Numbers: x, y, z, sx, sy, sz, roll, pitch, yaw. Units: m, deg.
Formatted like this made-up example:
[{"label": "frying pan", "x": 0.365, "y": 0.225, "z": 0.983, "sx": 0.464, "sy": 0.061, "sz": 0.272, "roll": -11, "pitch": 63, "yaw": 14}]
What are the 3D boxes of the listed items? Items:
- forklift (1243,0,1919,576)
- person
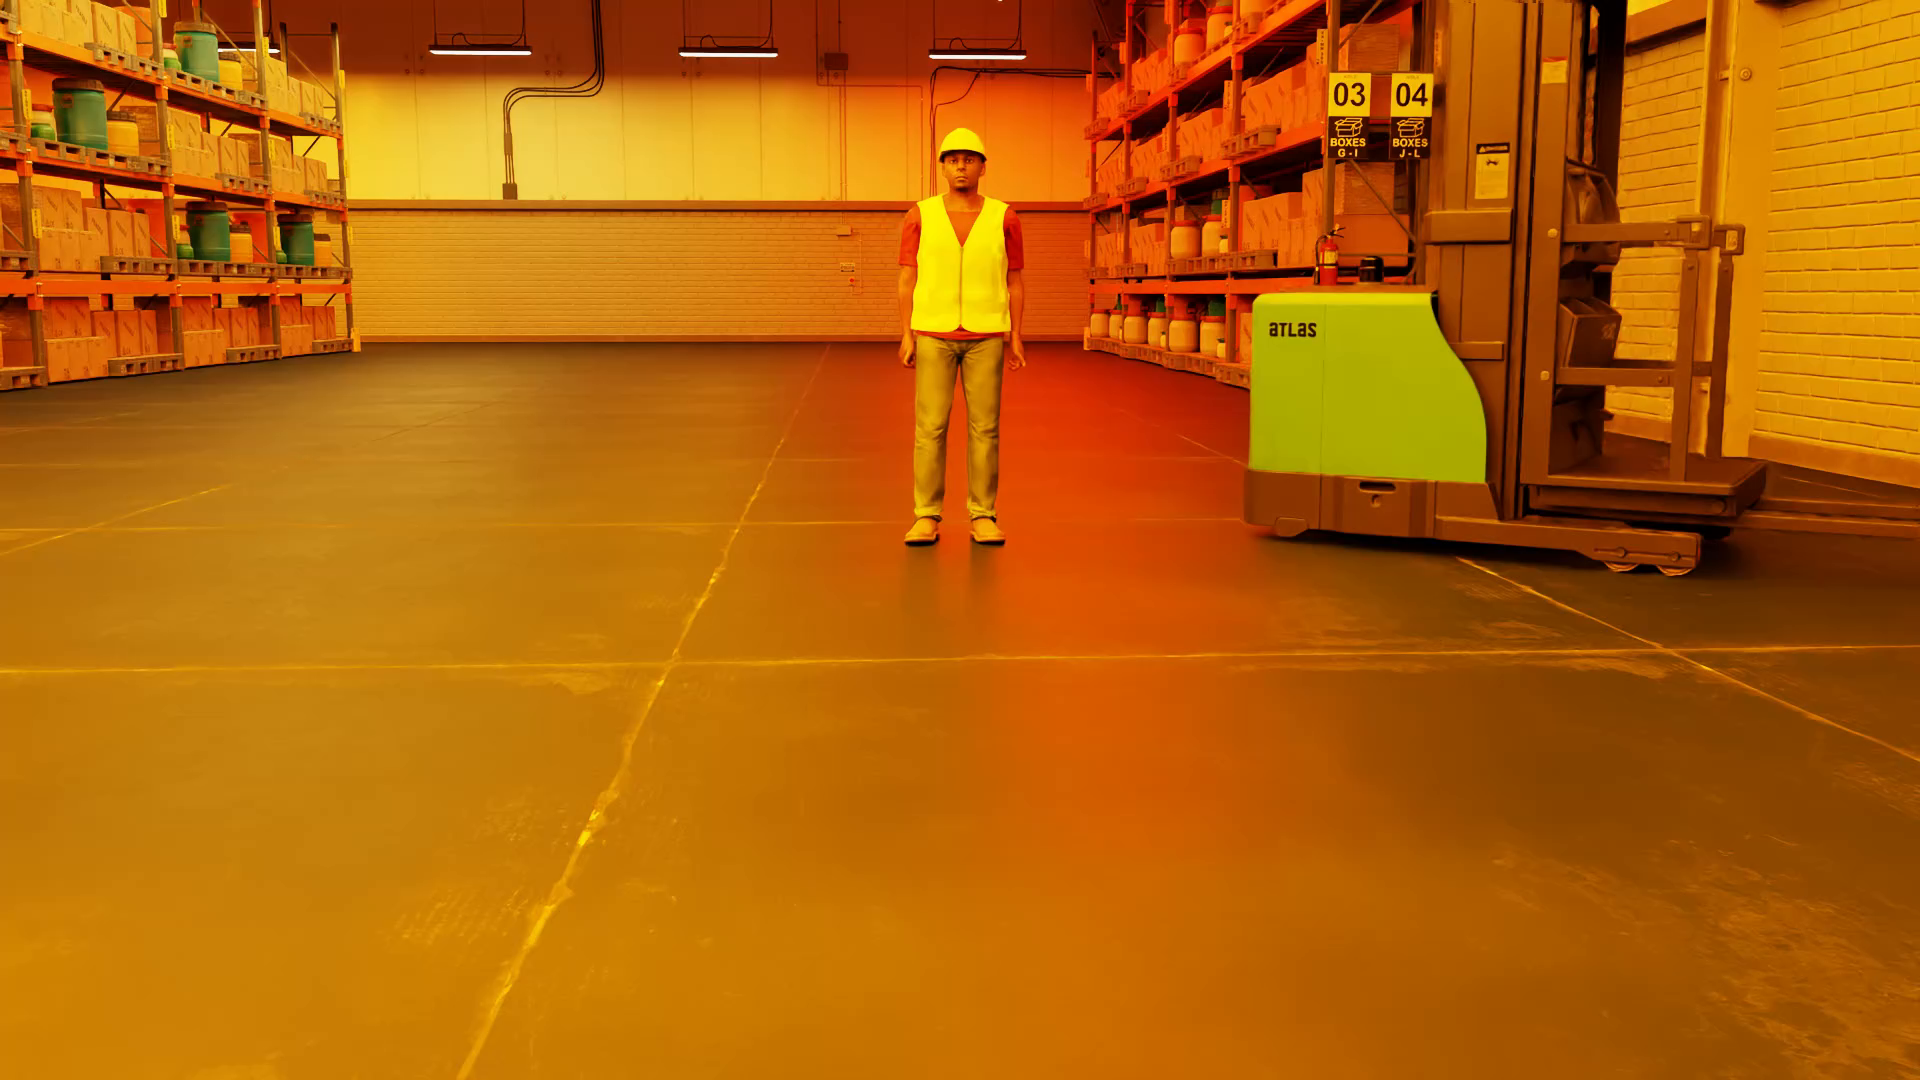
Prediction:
[{"label": "forklift", "x": 2.778, "y": -1.400, "z": 6.759, "sx": 3.031, "sy": 2.935, "sz": 1.130, "roll": 5, "pitch": 10, "yaw": 31}, {"label": "person", "x": 0.010, "y": -0.873, "z": 7.179, "sx": 0.556, "sy": 1.770, "sz": 0.388, "roll": -1, "pitch": 8, "yaw": -4}]
